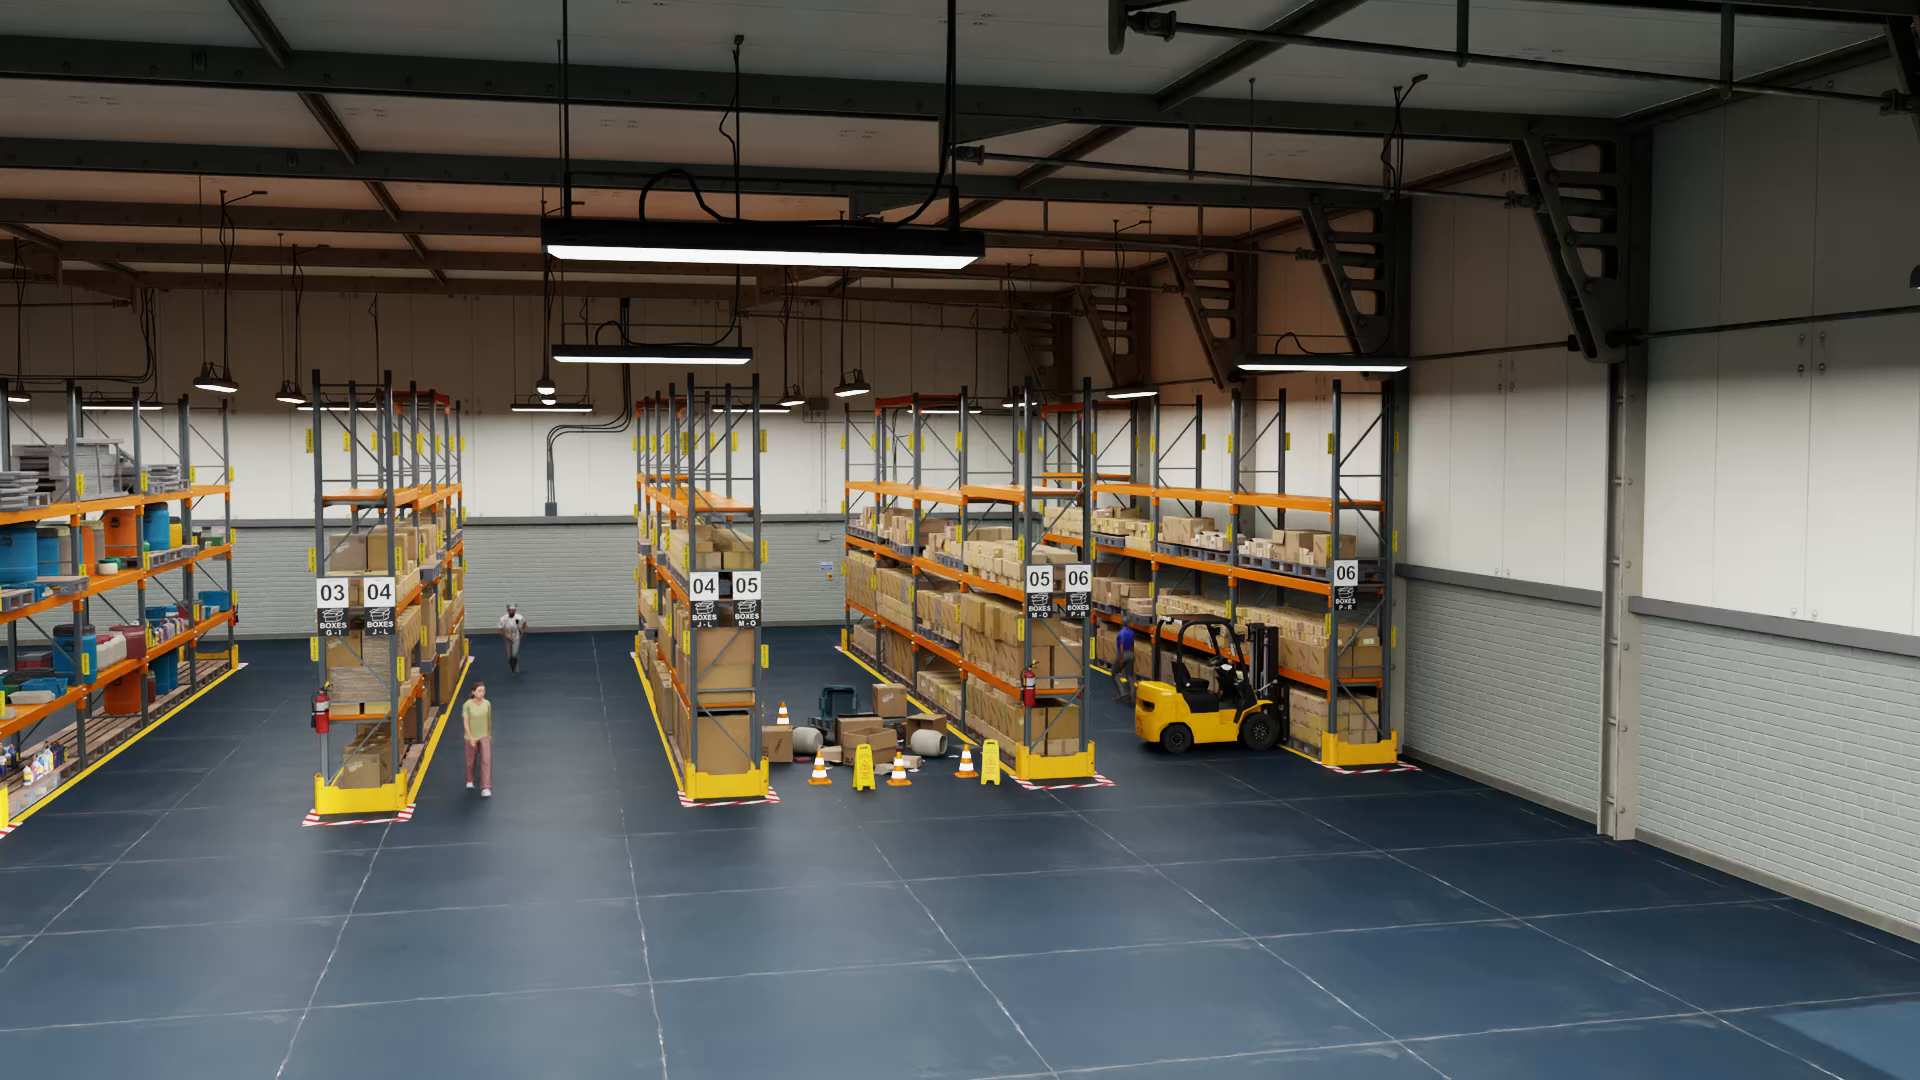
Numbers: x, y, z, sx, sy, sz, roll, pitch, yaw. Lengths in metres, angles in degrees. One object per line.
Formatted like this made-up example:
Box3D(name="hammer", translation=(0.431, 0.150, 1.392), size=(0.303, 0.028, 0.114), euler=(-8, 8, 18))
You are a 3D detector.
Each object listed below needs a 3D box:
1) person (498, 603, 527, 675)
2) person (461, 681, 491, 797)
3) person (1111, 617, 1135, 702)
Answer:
Box3D(name="person", translation=(-9.622, 2.142, 35.766), size=(0.545, 1.599, 0.737), euler=(0, 3, -4))
Box3D(name="person", translation=(-6.870, 2.814, 23.740), size=(0.447, 1.583, 1.021), euler=(-2, 4, -29))
Box3D(name="person", translation=(3.217, 2.308, 32.235), size=(0.468, 1.644, 0.511), euler=(-2, 4, -35))
